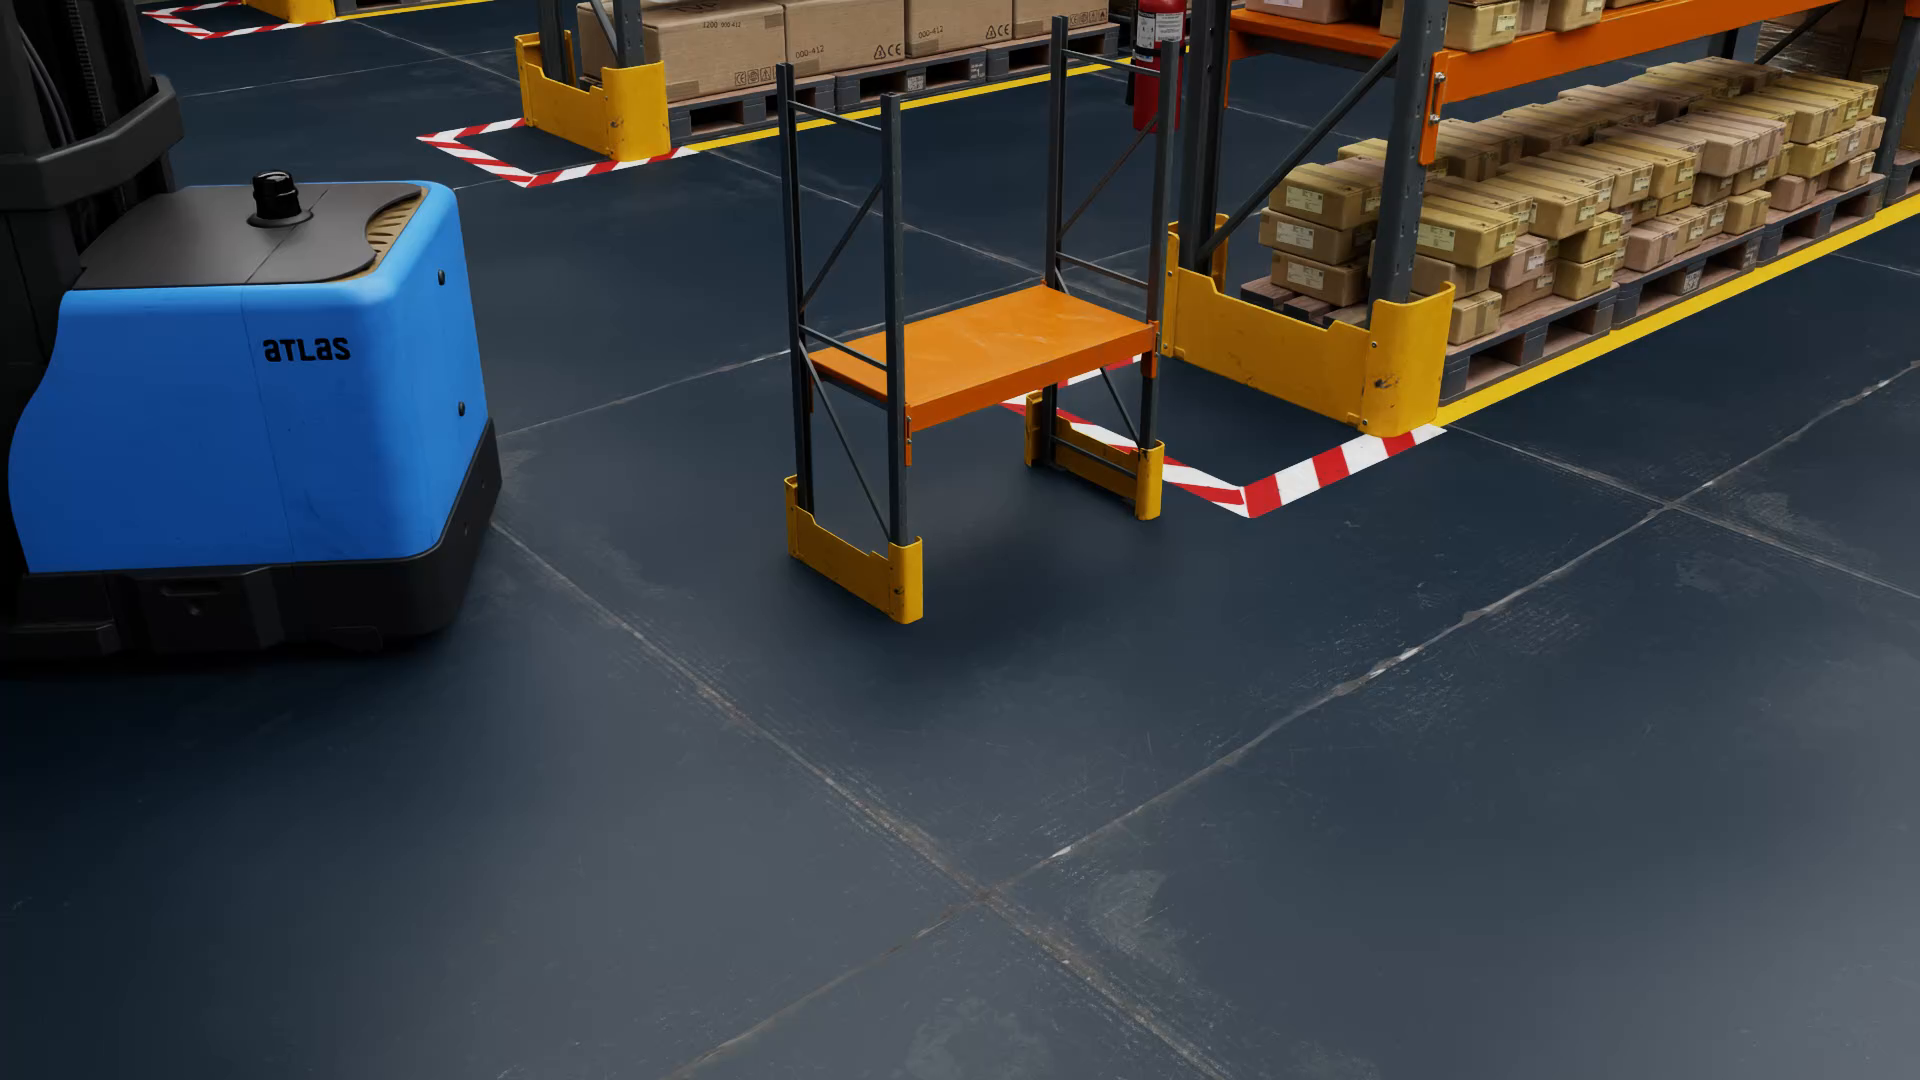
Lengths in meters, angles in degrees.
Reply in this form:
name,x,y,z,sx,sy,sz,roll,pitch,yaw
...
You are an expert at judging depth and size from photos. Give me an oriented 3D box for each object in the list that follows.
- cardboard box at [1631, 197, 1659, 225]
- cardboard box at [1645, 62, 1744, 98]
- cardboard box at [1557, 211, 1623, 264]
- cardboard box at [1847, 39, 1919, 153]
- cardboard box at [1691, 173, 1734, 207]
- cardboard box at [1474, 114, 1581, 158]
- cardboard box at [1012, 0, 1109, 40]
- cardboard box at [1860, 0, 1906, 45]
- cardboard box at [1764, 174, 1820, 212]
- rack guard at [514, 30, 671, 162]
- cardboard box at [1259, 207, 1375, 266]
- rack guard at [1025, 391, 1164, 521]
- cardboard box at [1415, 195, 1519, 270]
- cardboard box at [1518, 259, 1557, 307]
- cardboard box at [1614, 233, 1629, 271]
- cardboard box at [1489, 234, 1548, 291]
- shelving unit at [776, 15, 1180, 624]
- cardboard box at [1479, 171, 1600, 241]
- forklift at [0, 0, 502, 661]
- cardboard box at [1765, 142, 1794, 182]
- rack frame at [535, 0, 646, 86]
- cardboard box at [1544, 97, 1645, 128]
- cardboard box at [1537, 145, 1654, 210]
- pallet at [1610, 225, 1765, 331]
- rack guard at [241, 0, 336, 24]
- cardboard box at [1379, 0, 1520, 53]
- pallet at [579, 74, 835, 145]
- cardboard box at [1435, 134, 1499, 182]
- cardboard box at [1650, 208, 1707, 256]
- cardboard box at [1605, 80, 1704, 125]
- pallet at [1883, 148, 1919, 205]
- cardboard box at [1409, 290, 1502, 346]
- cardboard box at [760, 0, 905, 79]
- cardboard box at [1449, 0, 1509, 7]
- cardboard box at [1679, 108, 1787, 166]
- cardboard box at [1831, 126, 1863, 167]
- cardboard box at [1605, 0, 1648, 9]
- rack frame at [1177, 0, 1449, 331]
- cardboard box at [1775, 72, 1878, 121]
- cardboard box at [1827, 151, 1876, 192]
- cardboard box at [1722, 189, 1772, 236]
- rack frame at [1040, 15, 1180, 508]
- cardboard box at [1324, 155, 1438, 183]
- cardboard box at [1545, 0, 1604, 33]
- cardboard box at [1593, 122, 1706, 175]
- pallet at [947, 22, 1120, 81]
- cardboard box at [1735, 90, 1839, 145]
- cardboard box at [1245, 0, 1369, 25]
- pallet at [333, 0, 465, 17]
name,x,y,z,sx,sy,sz,roll,pitch,yaw
cardboard box,2.731,-1.462,7.067,0.250,0.149,0.380,-20,34,-32
cardboard box,3.605,-2.232,8.191,0.250,0.149,0.380,-20,34,-33
cardboard box,2.411,-1.249,6.668,0.250,0.149,0.380,-21,34,-33
cardboard box,4.984,-2.349,8.670,0.500,0.500,0.500,-20,34,-33
cardboard box,3.173,-1.607,7.339,0.250,0.149,0.380,-24,36,-37
cardboard box,2.466,-1.736,7.263,0.250,0.149,0.380,-23,36,-36
cardboard box,0.412,-3.781,11.416,0.875,0.438,0.875,-22,35,-36
cardboard box,4.983,-2.680,8.494,0.500,0.250,0.500,-24,36,-37
cardboard box,3.761,-1.668,7.767,0.250,0.149,0.380,-23,36,-36
rack guard,-2.102,-2.546,9.484,0.348,0.500,1.175,-22,35,-35
cardboard box,1.423,-1.235,6.642,0.250,0.149,0.380,-23,36,-36
rack guard,0.437,-0.286,5.520,0.087,0.250,0.587,-22,35,-35
cardboard box,1.825,-1.141,6.150,0.250,0.149,0.380,-24,36,-37
cardboard box,2.143,-1.073,6.655,0.250,0.149,0.380,-21,35,-34
cardboard box,2.541,-1.224,6.937,0.250,0.149,0.380,-22,35,-35
cardboard box,2.016,-1.103,6.394,0.250,0.149,0.380,-22,35,-35
shelving unit,0.058,-0.685,4.940,1.083,1.500,0.587,-22,35,-35
cardboard box,2.232,-1.299,6.447,0.250,0.149,0.380,-22,35,-35
forklift,-2.971,-1.152,4.295,3.031,2.935,1.130,-2,28,-4
cardboard box,3.571,-1.767,7.638,0.250,0.149,0.380,-22,35,-34
rack frame,-2.083,-3.656,8.908,0.127,3.000,1.000,-22,35,-35
cardboard box,2.860,-1.887,7.547,0.250,0.149,0.380,-24,36,-37
cardboard box,2.584,-1.486,6.797,0.250,0.149,0.380,-20,34,-33
pallet,2.833,-1.312,7.482,1.213,0.211,1.003,-22,35,-35
rack guard,-5.250,-4.355,12.869,0.348,0.500,1.175,-22,35,-35
cardboard box,1.666,-1.783,5.670,0.250,0.149,0.380,-22,35,-35
pallet,-1.526,-2.699,10.076,1.213,0.211,1.003,-22,35,-35
cardboard box,2.026,-1.593,6.995,0.250,0.149,0.380,-24,36,-37
cardboard box,2.981,-1.363,7.198,0.250,0.149,0.380,-22,35,-35
cardboard box,3.261,-2.049,7.849,0.250,0.149,0.380,-23,36,-36
pallet,4.841,-2.144,9.039,1.213,0.211,1.003,-22,35,-35
cardboard box,1.813,-0.885,6.303,0.250,0.149,0.380,-21,35,-34
cardboard box,-0.955,-3.232,10.388,0.875,0.438,0.875,-21,34,-34
cardboard box,1.727,-2.125,5.623,0.500,0.500,0.500,-20,34,-33
cardboard box,3.400,-1.785,7.356,0.250,0.149,0.380,-24,36,-37
cardboard box,4.018,-1.897,7.881,0.250,0.149,0.380,-24,36,-37
cardboard box,2.402,-2.141,6.341,0.250,0.149,0.380,-22,35,-35
rack frame,1.206,-1.912,5.645,0.127,3.000,1.000,-22,35,-35
cardboard box,4.148,-2.124,7.989,0.250,0.149,0.380,-21,34,-34
cardboard box,4.172,-1.821,8.055,0.250,0.149,0.380,-21,35,-34
cardboard box,3.385,-1.505,7.462,0.250,0.149,0.380,-22,35,-35
rack frame,0.452,-0.843,5.236,0.032,1.500,0.500,-22,35,-35
cardboard box,1.673,-1.411,6.656,0.250,0.149,0.380,-21,35,-34
cardboard box,2.072,-1.938,5.961,0.250,0.149,0.380,-23,36,-36
cardboard box,2.943,-1.662,7.125,0.250,0.149,0.380,-22,35,-35
pallet,0.330,-3.445,11.473,1.213,0.211,1.003,-22,35,-35
cardboard box,3.794,-1.953,7.669,0.250,0.149,0.380,-22,35,-35
cardboard box,1.271,-2.002,6.081,0.250,0.149,0.380,-22,35,-35
pallet,-4.644,-4.472,13.395,1.213,0.211,1.003,-22,35,-35
